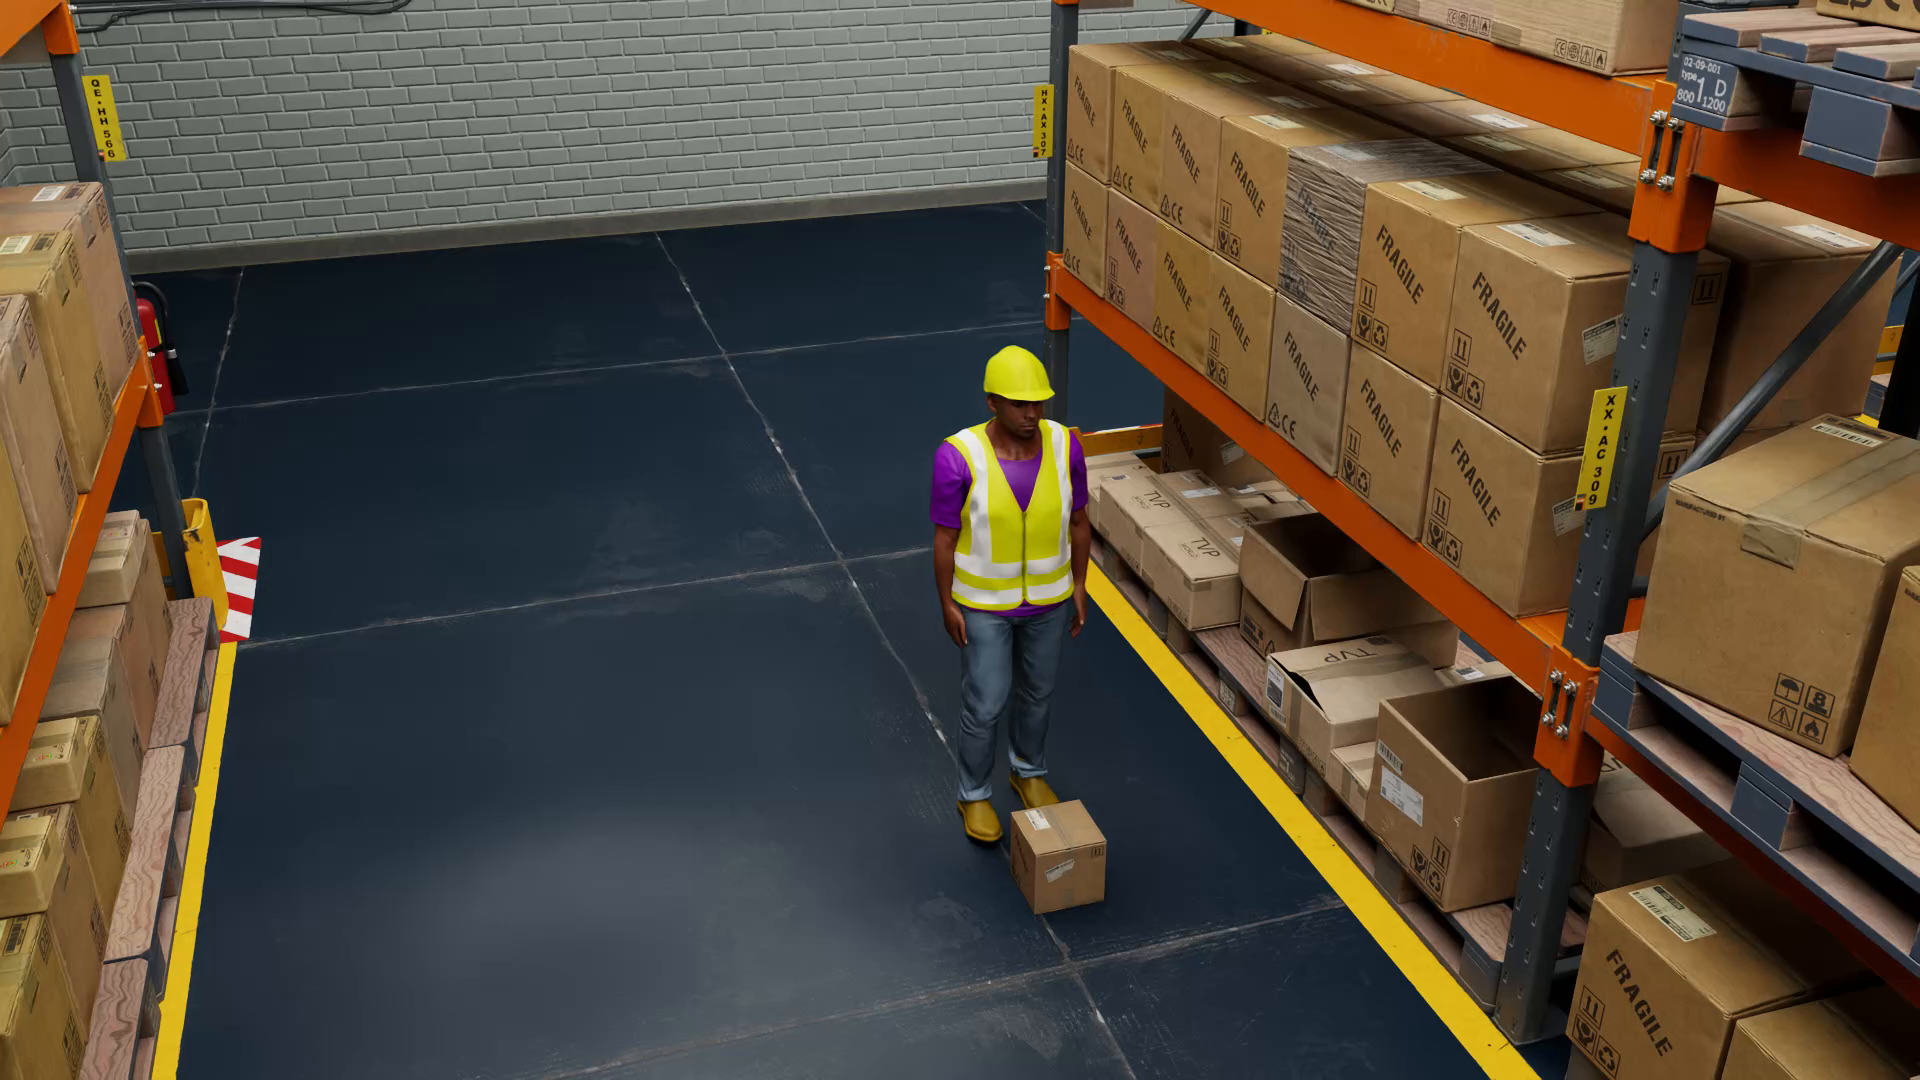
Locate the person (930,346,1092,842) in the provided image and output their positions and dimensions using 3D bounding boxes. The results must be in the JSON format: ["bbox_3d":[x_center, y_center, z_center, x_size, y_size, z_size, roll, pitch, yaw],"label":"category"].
[{"bbox_3d":[0.191,0.200,5.691,0.561,1.768,0.417,-7,27,-15],"label":"person"}]
